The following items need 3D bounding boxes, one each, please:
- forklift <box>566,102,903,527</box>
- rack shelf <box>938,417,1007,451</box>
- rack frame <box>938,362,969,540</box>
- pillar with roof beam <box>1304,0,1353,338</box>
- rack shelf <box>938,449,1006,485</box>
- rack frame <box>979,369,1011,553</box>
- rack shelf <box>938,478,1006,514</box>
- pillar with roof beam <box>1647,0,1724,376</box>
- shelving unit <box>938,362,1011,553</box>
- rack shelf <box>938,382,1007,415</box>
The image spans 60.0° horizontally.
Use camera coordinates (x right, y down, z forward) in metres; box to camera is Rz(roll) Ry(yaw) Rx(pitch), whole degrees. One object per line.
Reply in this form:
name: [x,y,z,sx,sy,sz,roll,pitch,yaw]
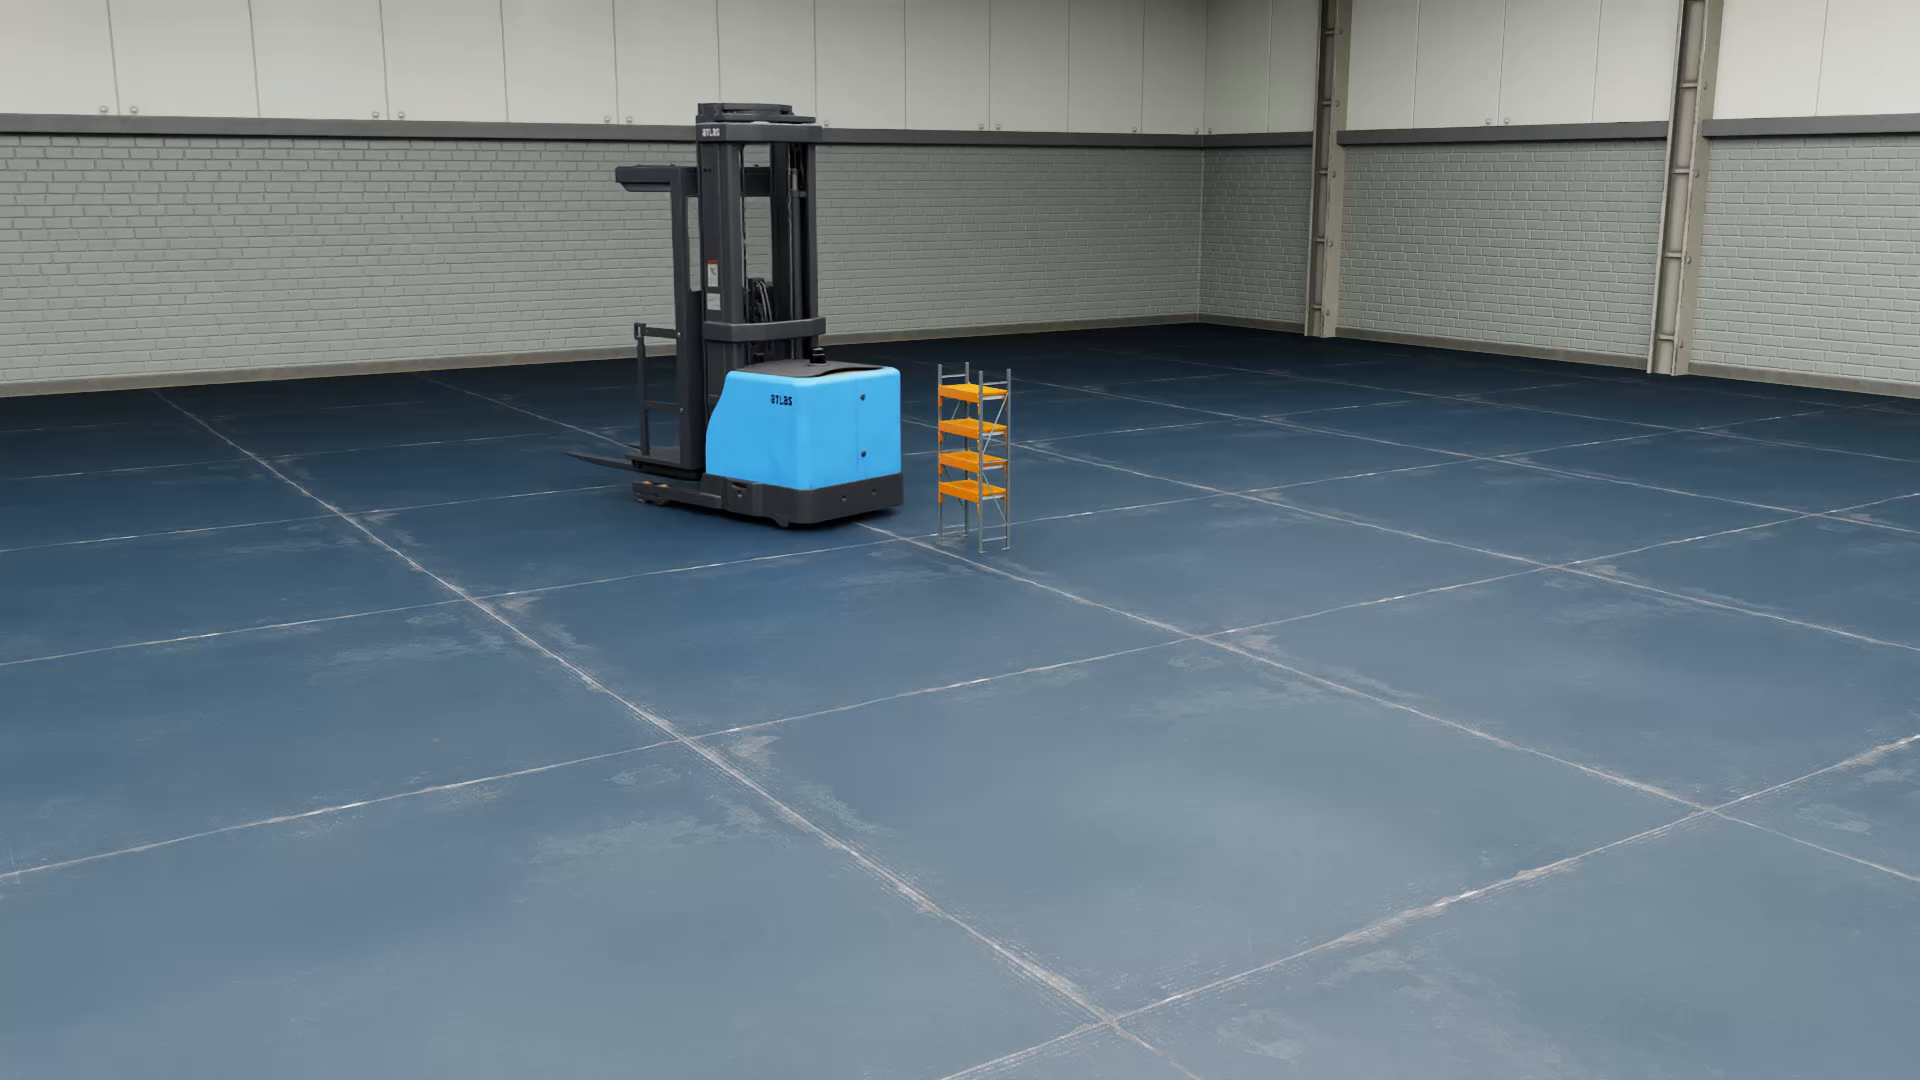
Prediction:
forklift: [-1.857,-1.761,12.555,3.031,2.935,1.130,11,16,40]
rack shelf: [0.092,-0.710,11.066,0.258,0.148,0.480,-8,15,-33]
rack frame: [-0.043,-0.600,11.297,0.240,1.200,0.015,-8,15,-33]
pillar with roof beam: [2.016,-7.055,22.559,9.100,9.000,0.400,-8,15,-33]
rack shelf: [0.092,-0.491,11.113,0.258,0.148,0.480,-8,15,-33]
rack frame: [0.227,-0.513,10.901,0.240,1.200,0.015,-8,15,-33]
rack shelf: [0.092,-0.297,11.156,0.258,0.148,0.480,-8,15,-33]
pillar with roof beam: [5.341,-5.988,17.679,9.100,9.000,0.400,-8,15,-33]
shelving unit: [0.092,-0.557,11.099,0.258,1.200,0.503,-8,15,-33]
rack shelf: [0.092,-0.941,11.015,0.258,0.148,0.480,-8,15,-33]
